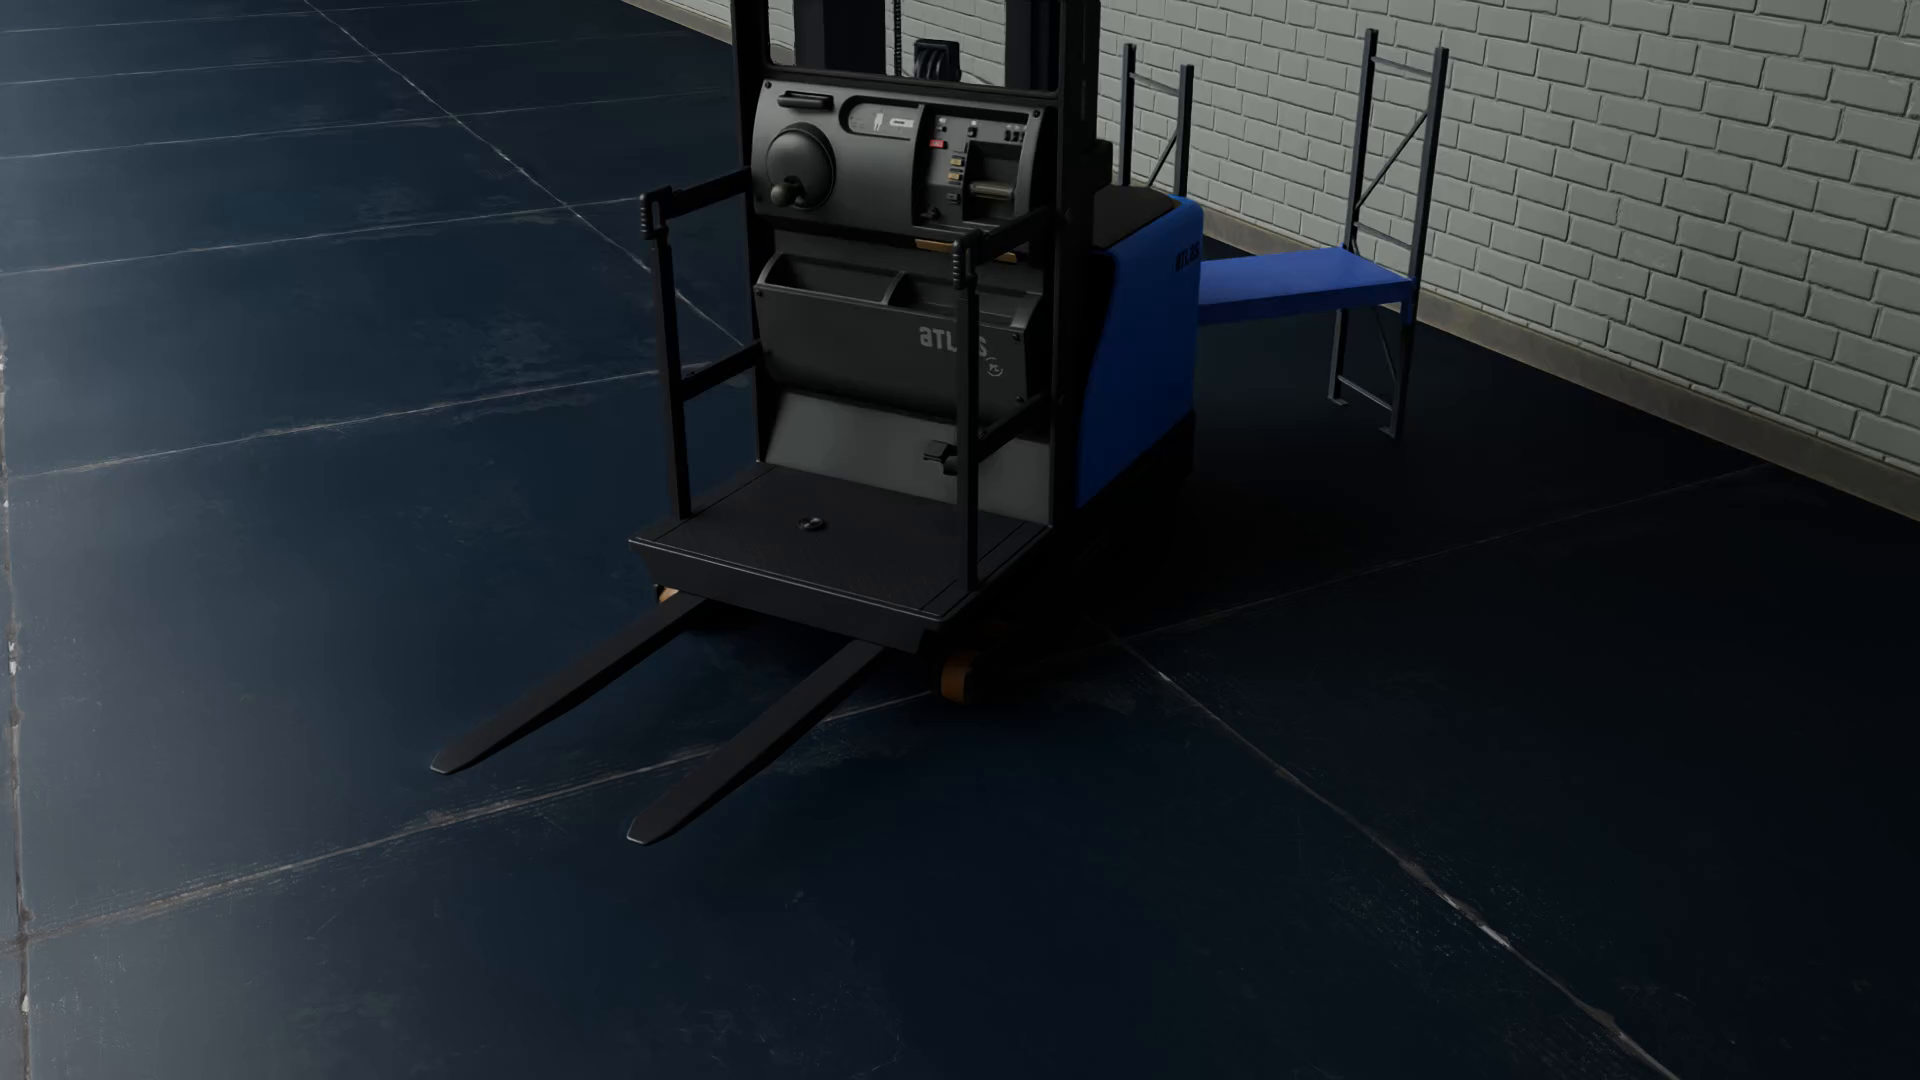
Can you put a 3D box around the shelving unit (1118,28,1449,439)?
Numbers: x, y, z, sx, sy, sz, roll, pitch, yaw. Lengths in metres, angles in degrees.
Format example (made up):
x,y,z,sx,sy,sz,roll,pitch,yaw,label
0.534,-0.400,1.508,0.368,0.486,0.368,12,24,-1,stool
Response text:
x,y,z,sx,sy,sz,roll,pitch,yaw,label
1.172,-1.104,6.316,1.048,1.500,0.538,-9,27,-18,shelving unit

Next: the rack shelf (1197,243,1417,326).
x,y,z,sx,sy,sz,roll,pitch,yaw,label
1.172,-0.942,6.394,1.000,0.185,0.538,-9,27,-18,rack shelf

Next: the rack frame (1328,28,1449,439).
x,y,z,sx,sy,sz,roll,pitch,yaw,label
1.649,-1.179,6.472,0.032,1.500,0.500,-9,27,-18,rack frame

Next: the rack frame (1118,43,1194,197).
x,y,z,sx,sy,sz,roll,pitch,yaw,label
0.694,-1.029,6.160,0.032,1.500,0.500,-9,27,-18,rack frame

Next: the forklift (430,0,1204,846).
x,y,z,sx,sy,sz,roll,pitch,yaw,label
-0.290,-1.070,4.593,1.130,2.935,3.031,13,29,25,forklift
